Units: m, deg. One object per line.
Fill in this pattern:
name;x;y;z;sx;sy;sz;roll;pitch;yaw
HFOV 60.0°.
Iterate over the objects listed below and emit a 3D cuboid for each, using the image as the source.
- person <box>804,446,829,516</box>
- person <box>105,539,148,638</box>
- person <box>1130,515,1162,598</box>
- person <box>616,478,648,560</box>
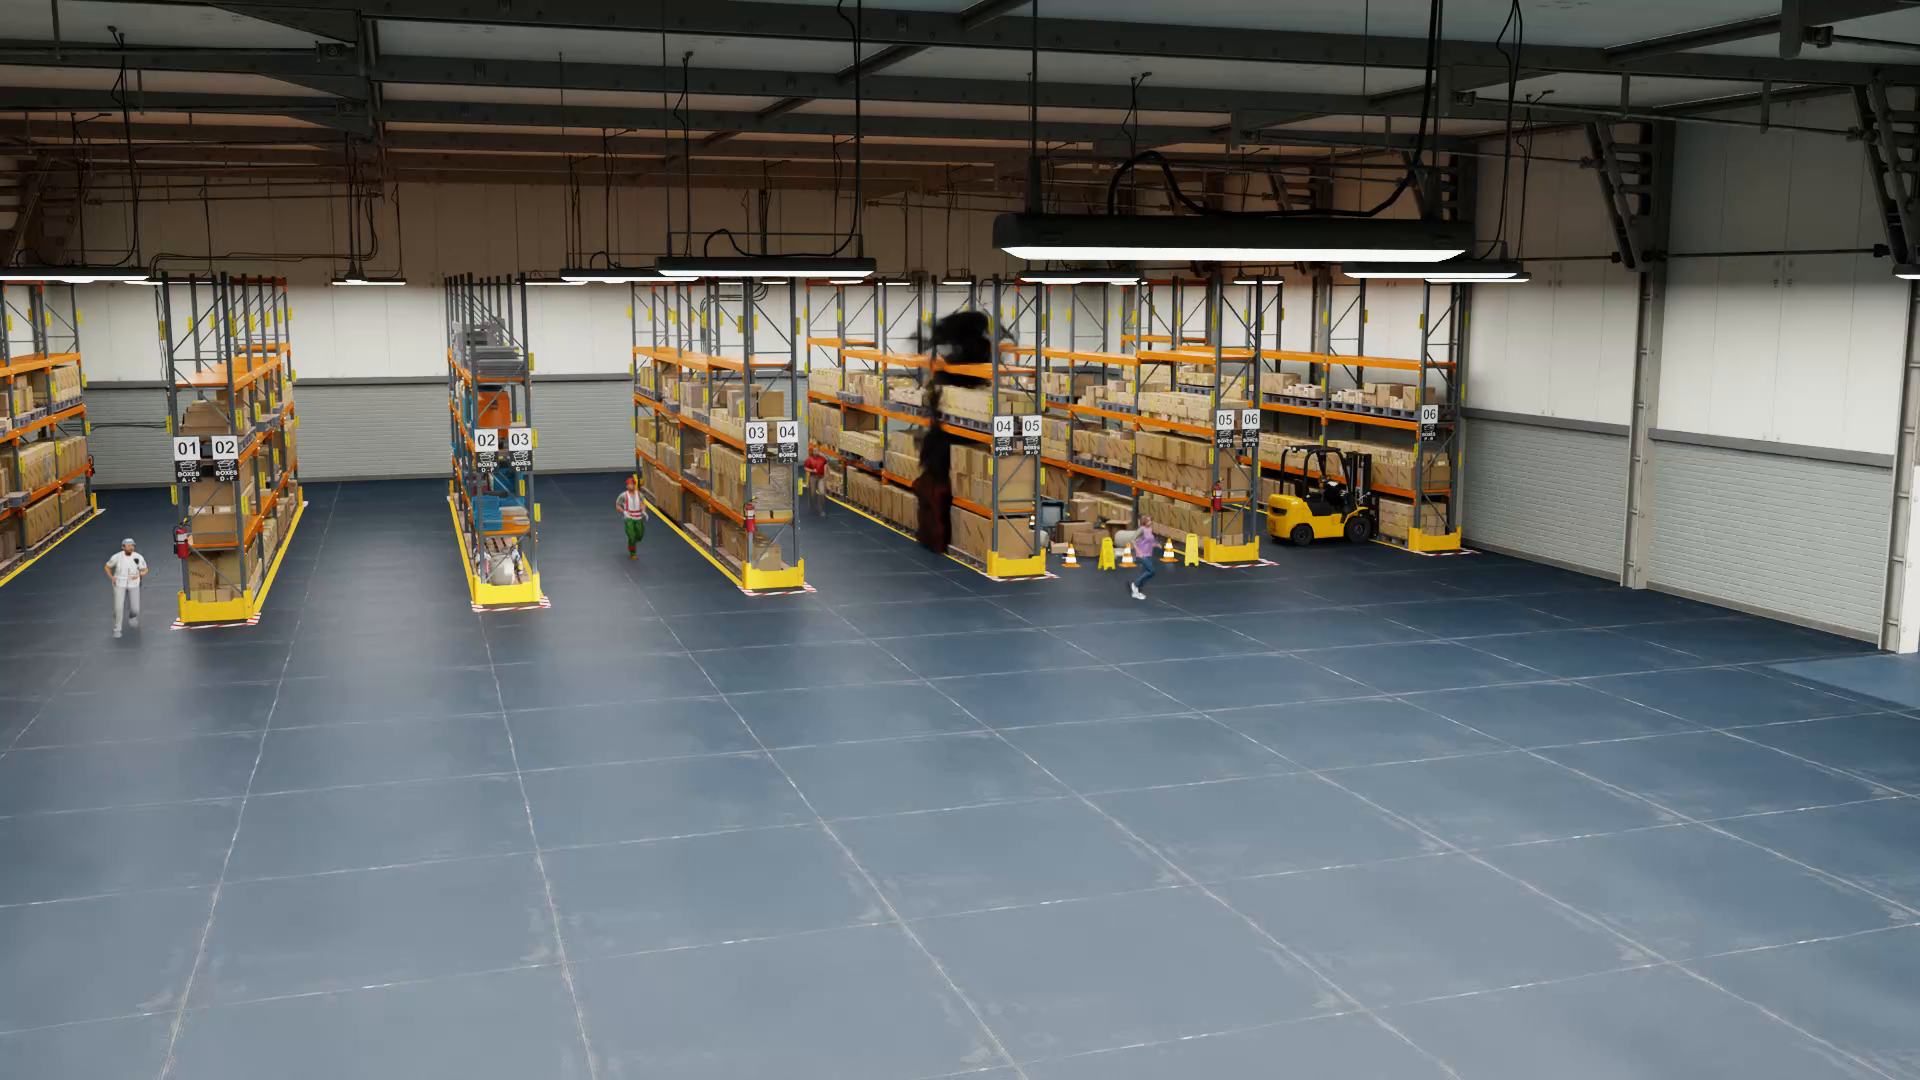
person;-3.642;-1.473;42.256;0.683;1.821;0.783;-3;9;-17
person;-13.908;0.778;27.795;0.635;1.616;0.679;-6;10;-33
person;3.459;0.311;30.830;0.562;1.567;0.519;5;10;30
person;-6.968;-0.448;35.318;0.657;1.742;0.602;-5;10;-29
